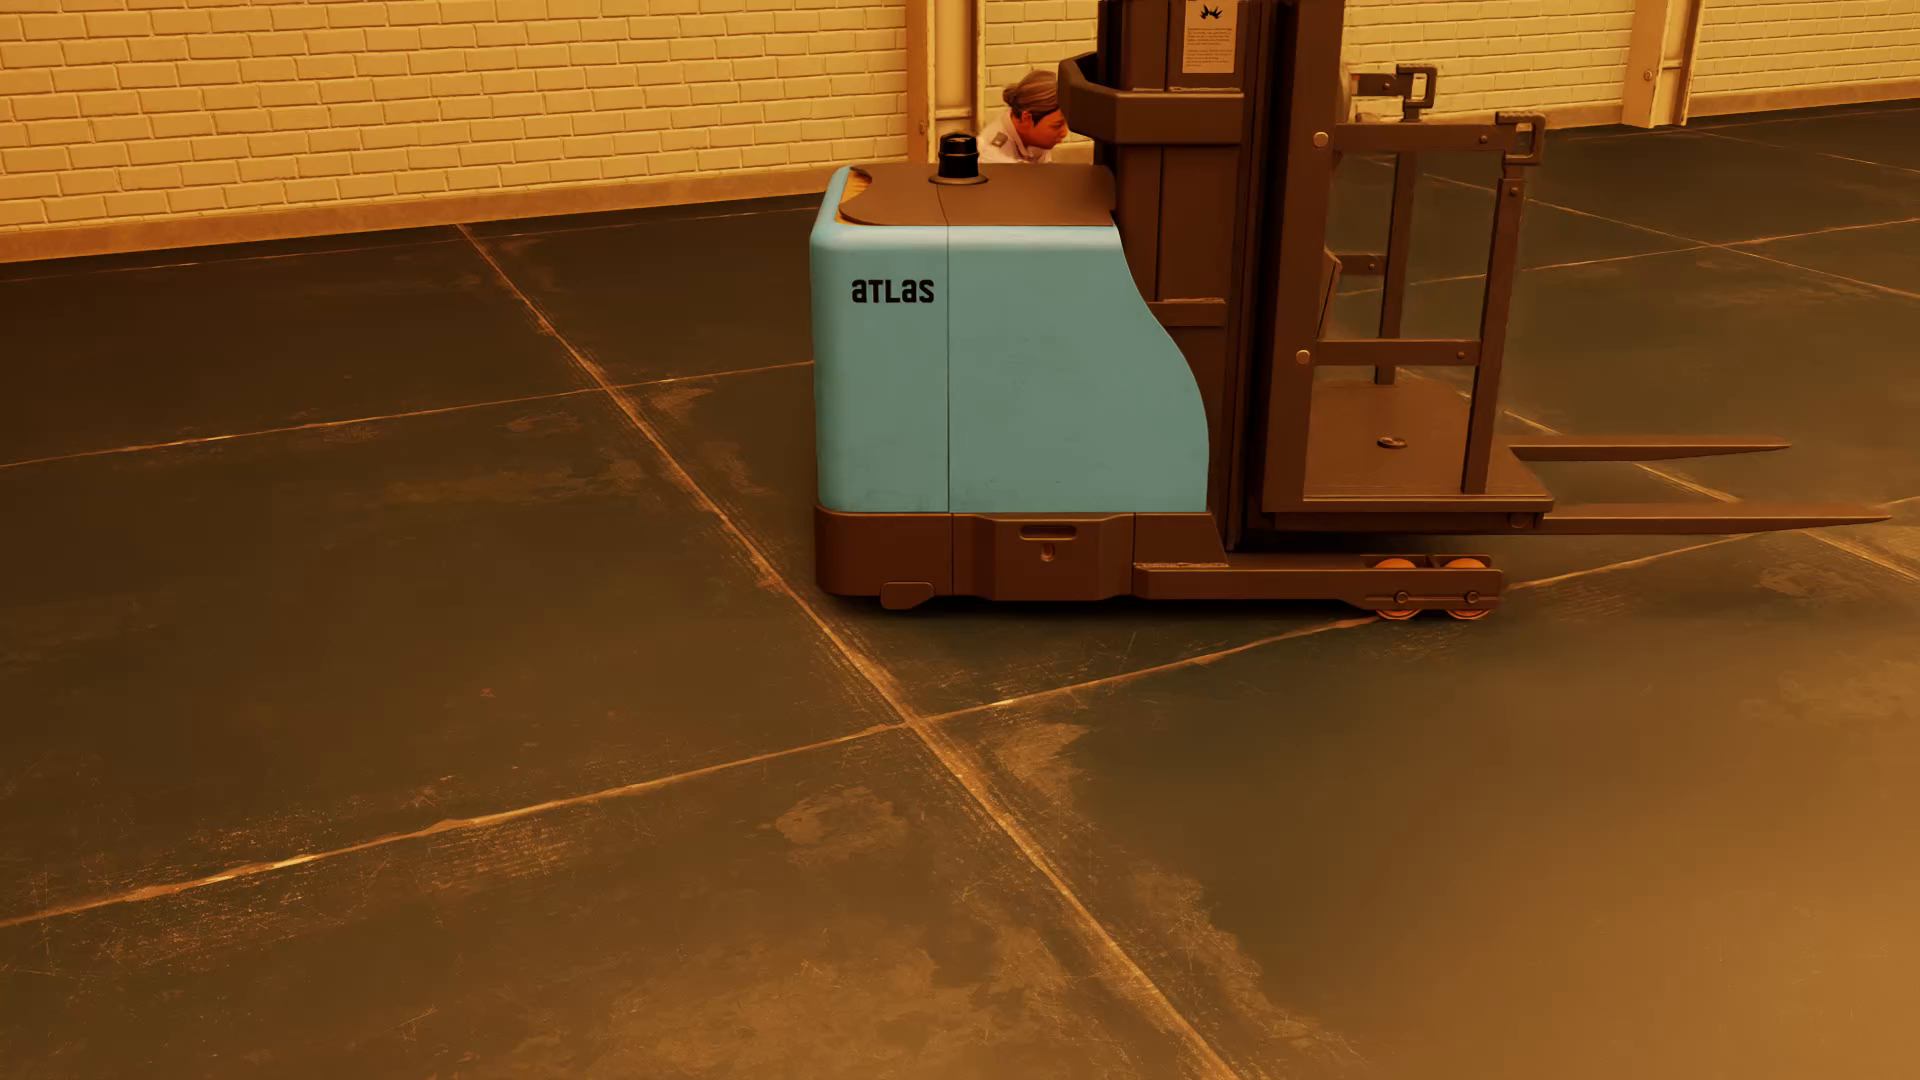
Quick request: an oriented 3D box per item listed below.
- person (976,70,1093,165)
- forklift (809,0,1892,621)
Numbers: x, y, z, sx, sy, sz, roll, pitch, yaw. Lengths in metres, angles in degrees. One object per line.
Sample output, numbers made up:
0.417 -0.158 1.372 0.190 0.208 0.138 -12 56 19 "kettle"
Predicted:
0.317 -0.931 5.687 0.798 1.347 1.235 13 26 29 "person"
1.112 -1.337 4.505 3.031 2.935 1.130 0 23 0 "forklift"
